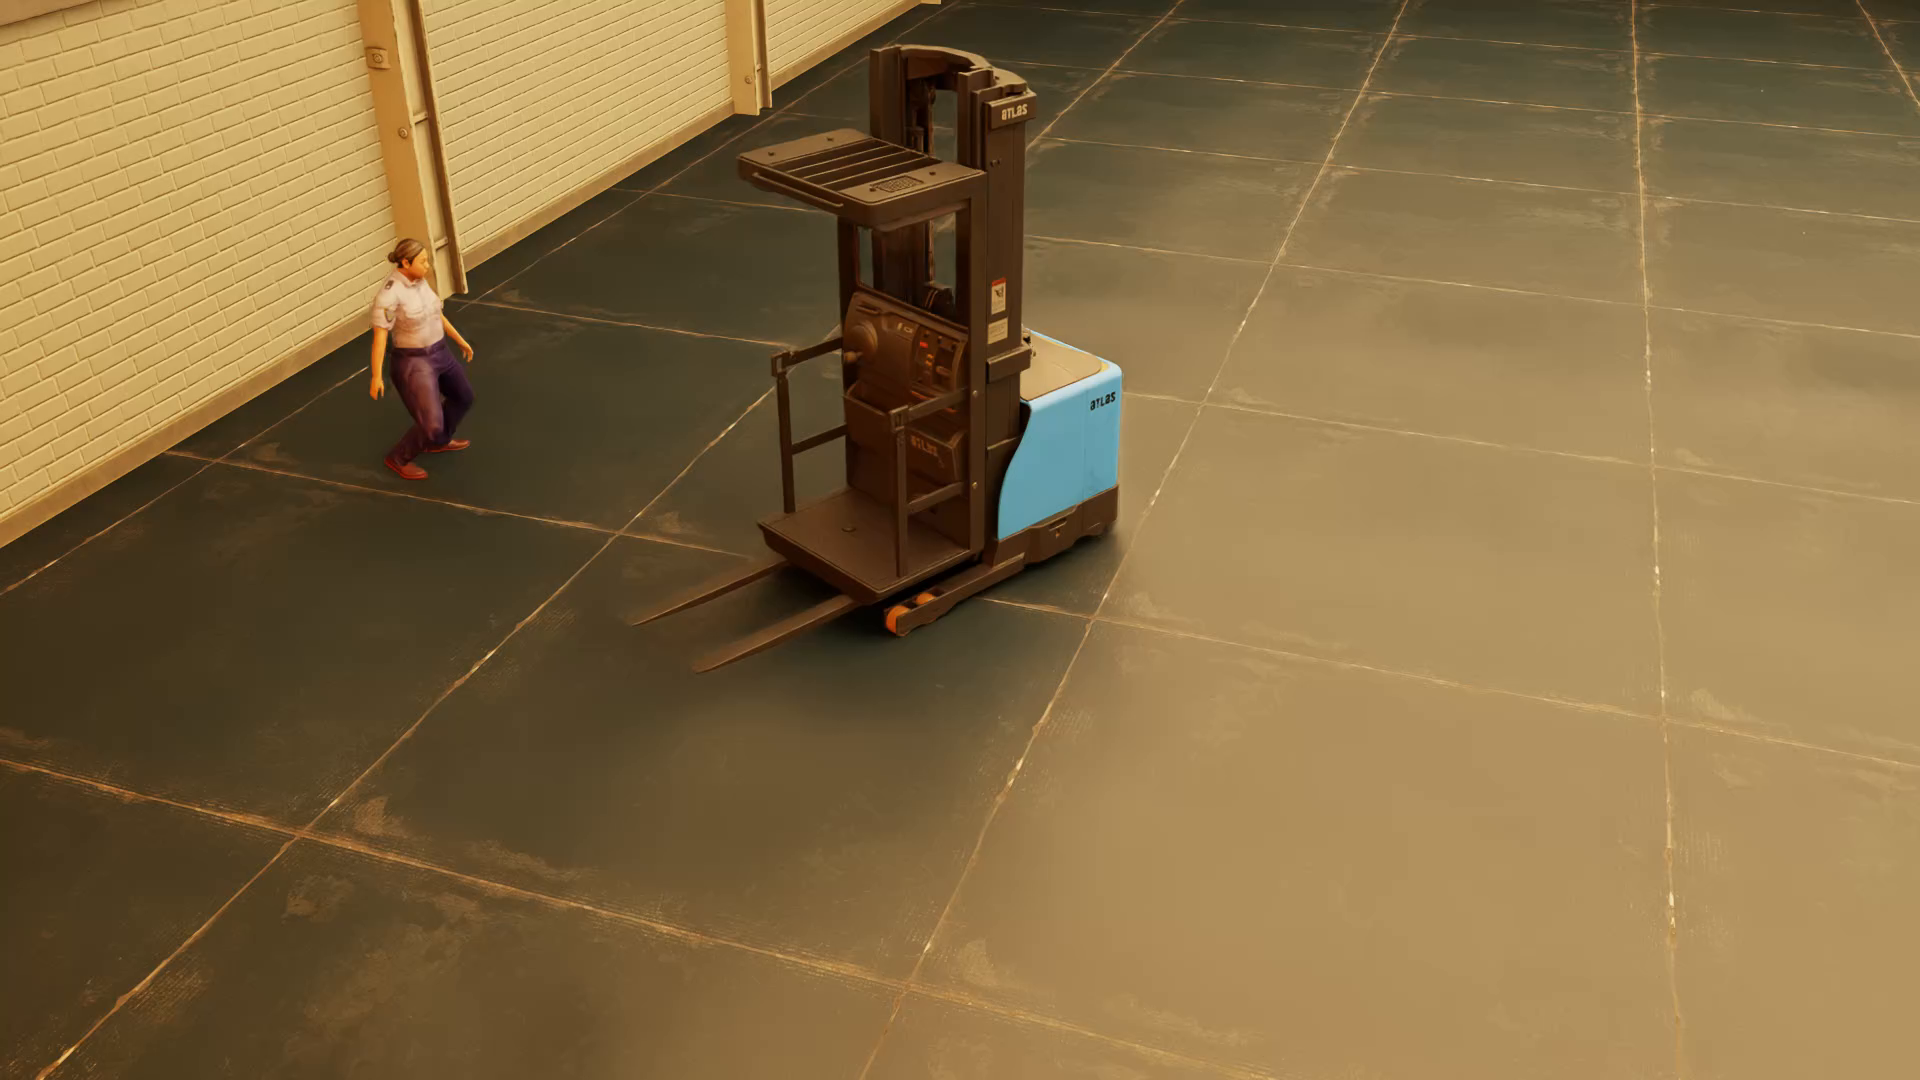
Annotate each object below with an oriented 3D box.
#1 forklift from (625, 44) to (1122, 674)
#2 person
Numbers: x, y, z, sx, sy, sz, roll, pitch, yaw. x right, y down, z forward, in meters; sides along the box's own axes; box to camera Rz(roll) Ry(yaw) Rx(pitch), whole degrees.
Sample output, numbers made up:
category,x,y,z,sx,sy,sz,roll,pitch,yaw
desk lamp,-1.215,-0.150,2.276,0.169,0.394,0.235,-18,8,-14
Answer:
category,x,y,z,sx,sy,sz,roll,pitch,yaw
forklift,-0.459,-1.034,8.951,3.031,2.935,1.130,-25,38,-36
person,-3.406,-1.128,10.518,0.501,1.566,0.839,10,31,17
